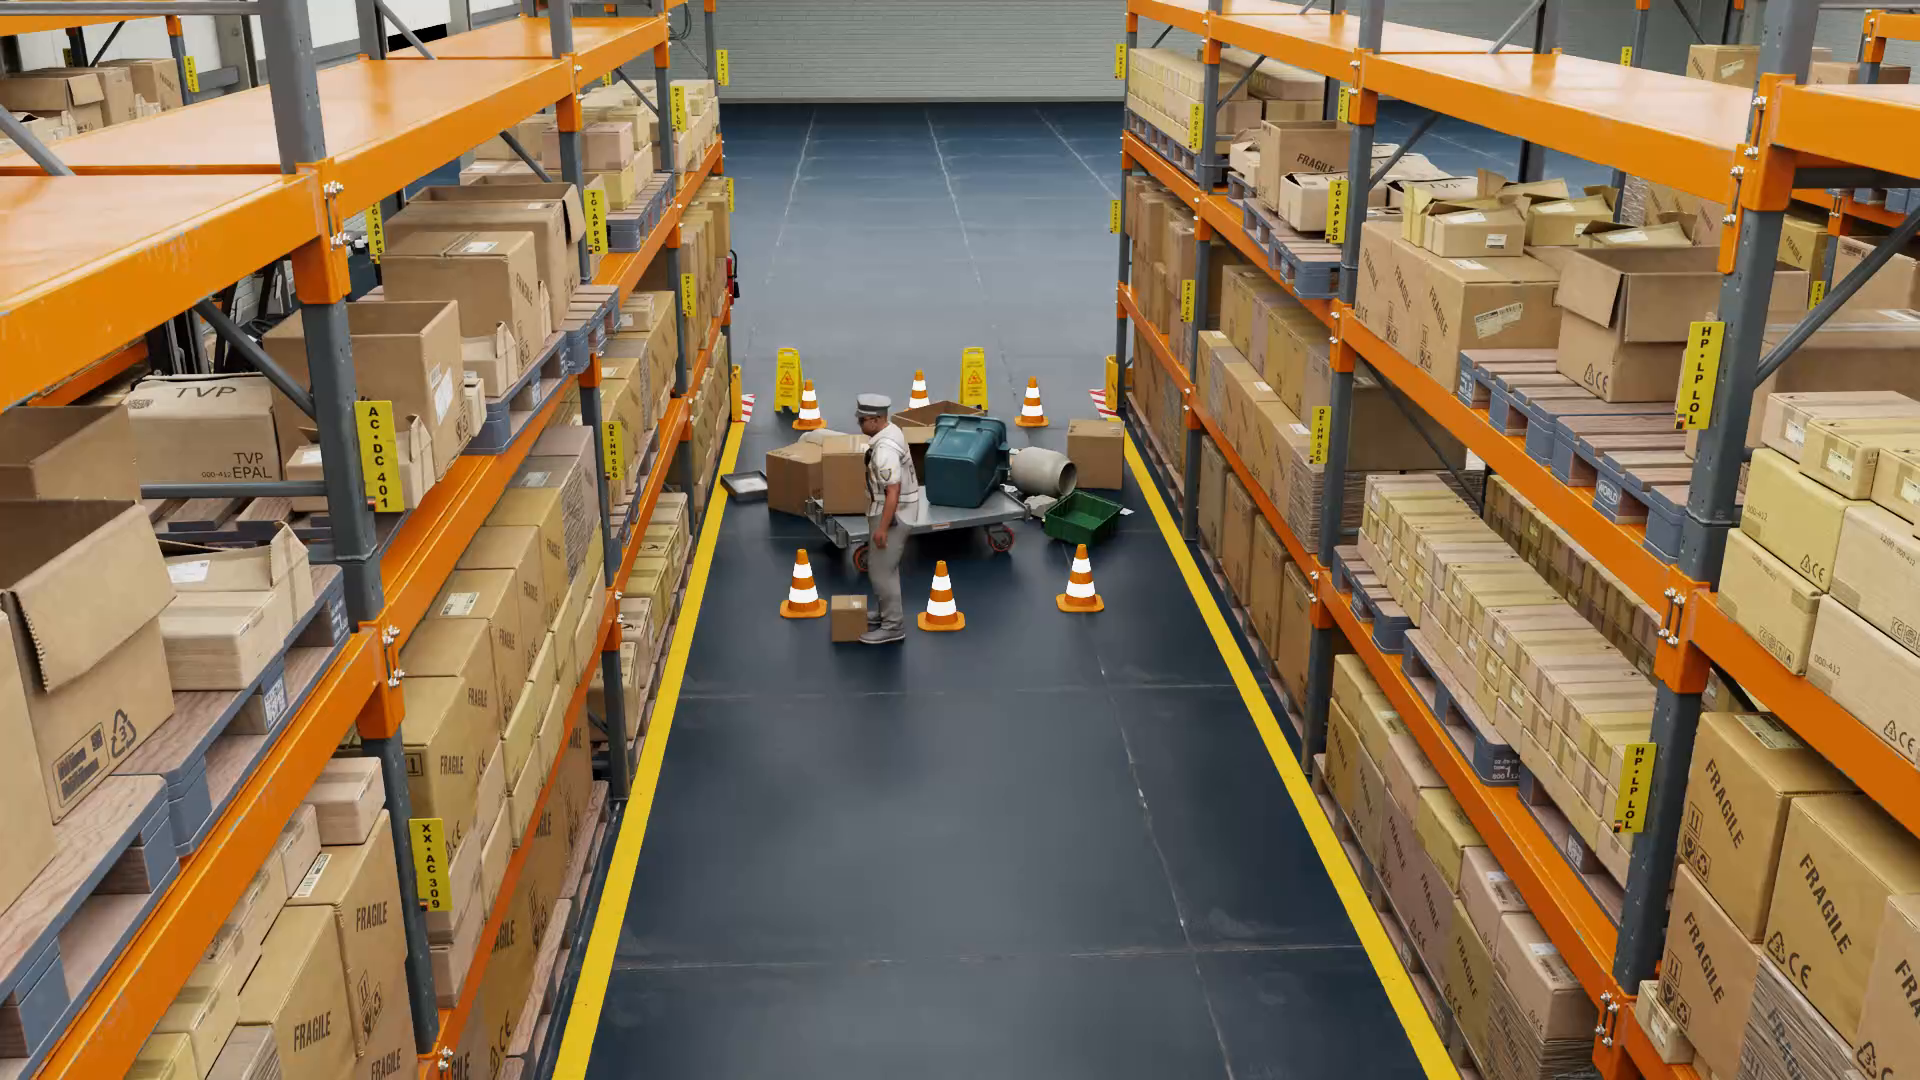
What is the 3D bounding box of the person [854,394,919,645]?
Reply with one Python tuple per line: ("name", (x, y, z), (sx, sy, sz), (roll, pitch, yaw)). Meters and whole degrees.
("person", (-0.503, -0.161, 11.502), (0.437, 1.747, 0.583), (-1, 20, -4))
